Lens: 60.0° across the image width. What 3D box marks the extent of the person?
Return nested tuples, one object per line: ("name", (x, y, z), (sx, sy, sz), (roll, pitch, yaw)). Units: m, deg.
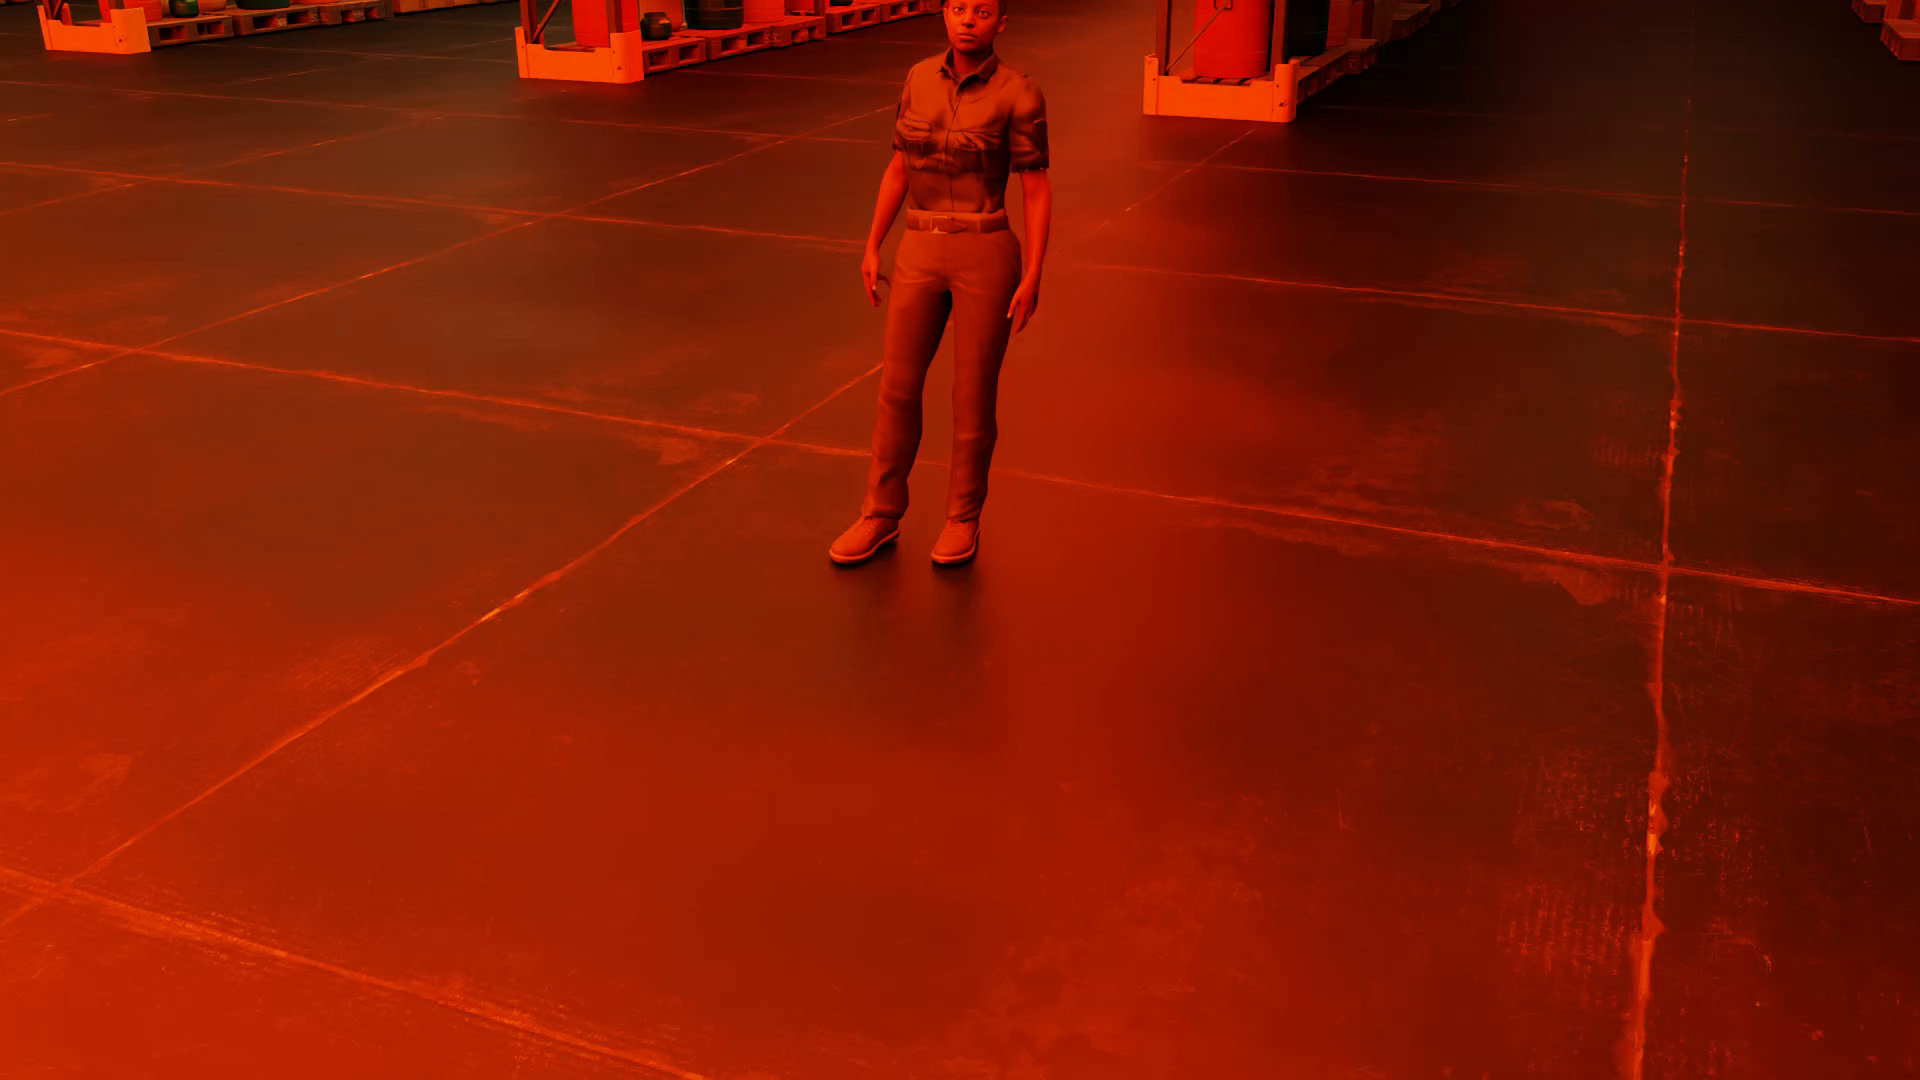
("person", (-0.052, -0.742, 4.703), (0.569, 1.656, 0.503), (9, 24, 21))
